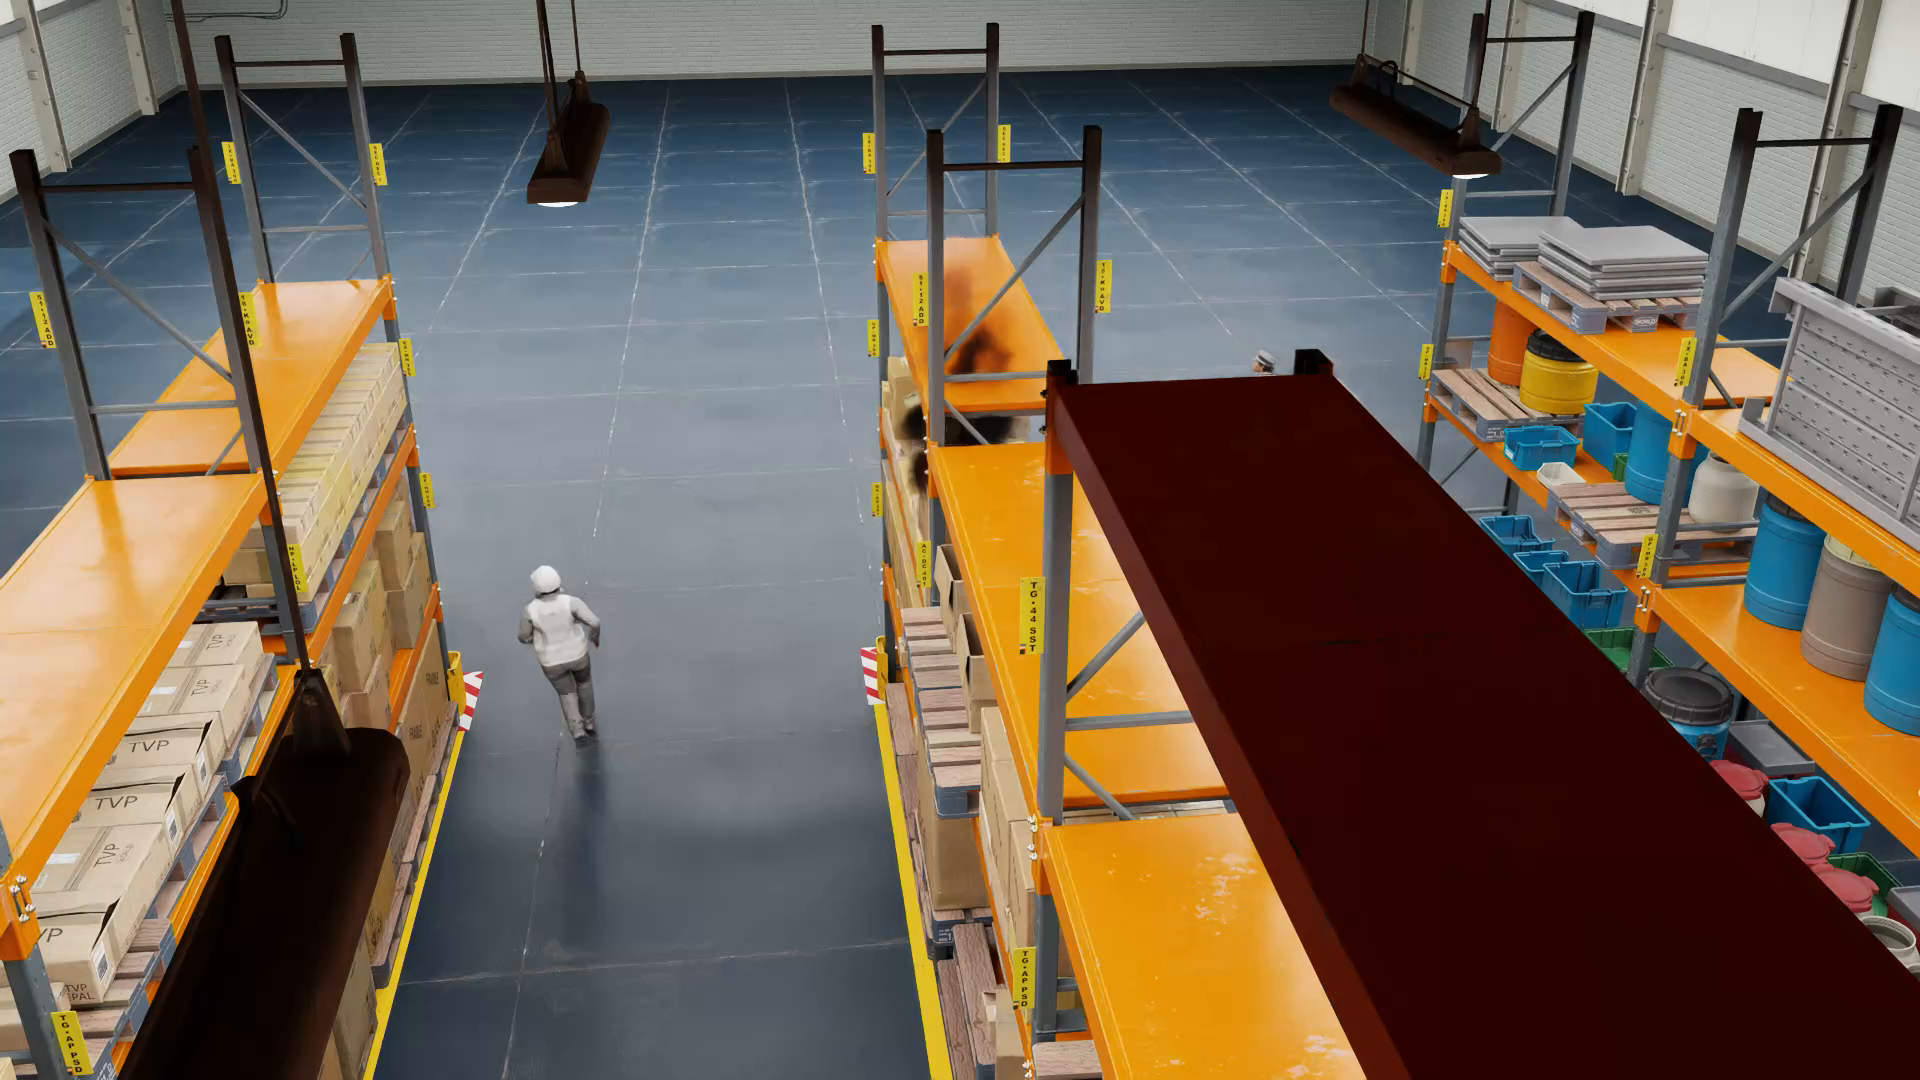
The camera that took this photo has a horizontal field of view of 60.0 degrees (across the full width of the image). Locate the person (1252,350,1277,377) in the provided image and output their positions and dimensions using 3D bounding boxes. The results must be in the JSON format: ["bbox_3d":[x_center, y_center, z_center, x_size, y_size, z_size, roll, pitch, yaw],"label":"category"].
[{"bbox_3d":[3.419,-1.444,19.592,0.554,1.650,0.602,8,27,15],"label":"person"}]

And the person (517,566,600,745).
[{"bbox_3d":[-3.441,0.983,14.364,0.691,1.657,0.799,-7,26,-15],"label":"person"}]
